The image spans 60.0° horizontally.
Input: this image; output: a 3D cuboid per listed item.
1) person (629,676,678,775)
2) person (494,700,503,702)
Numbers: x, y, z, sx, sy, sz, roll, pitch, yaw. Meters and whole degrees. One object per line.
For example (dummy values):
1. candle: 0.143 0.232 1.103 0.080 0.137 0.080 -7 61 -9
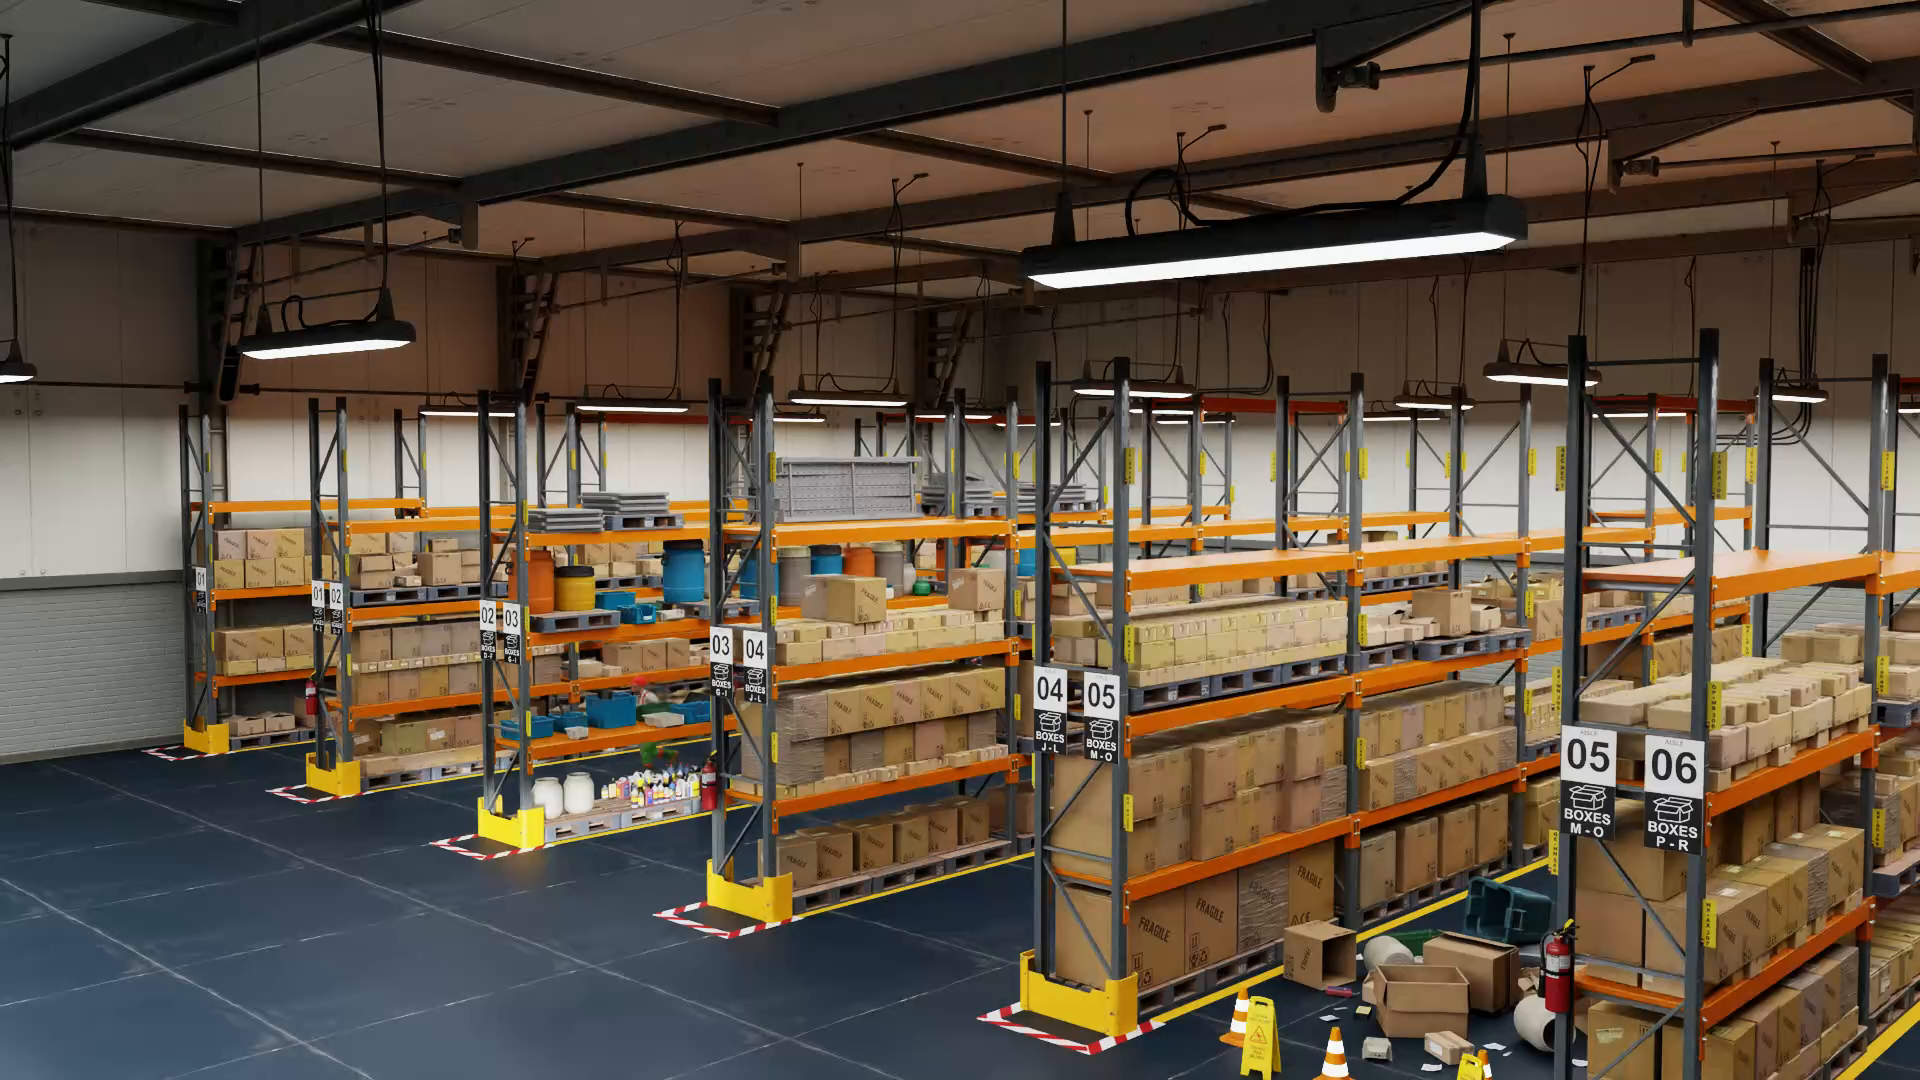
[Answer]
1. person: -4.777 2.961 25.998 0.657 1.720 0.895 3 4 44
2. person: -8.295 2.753 29.137 0.672 1.731 0.671 3 4 41
